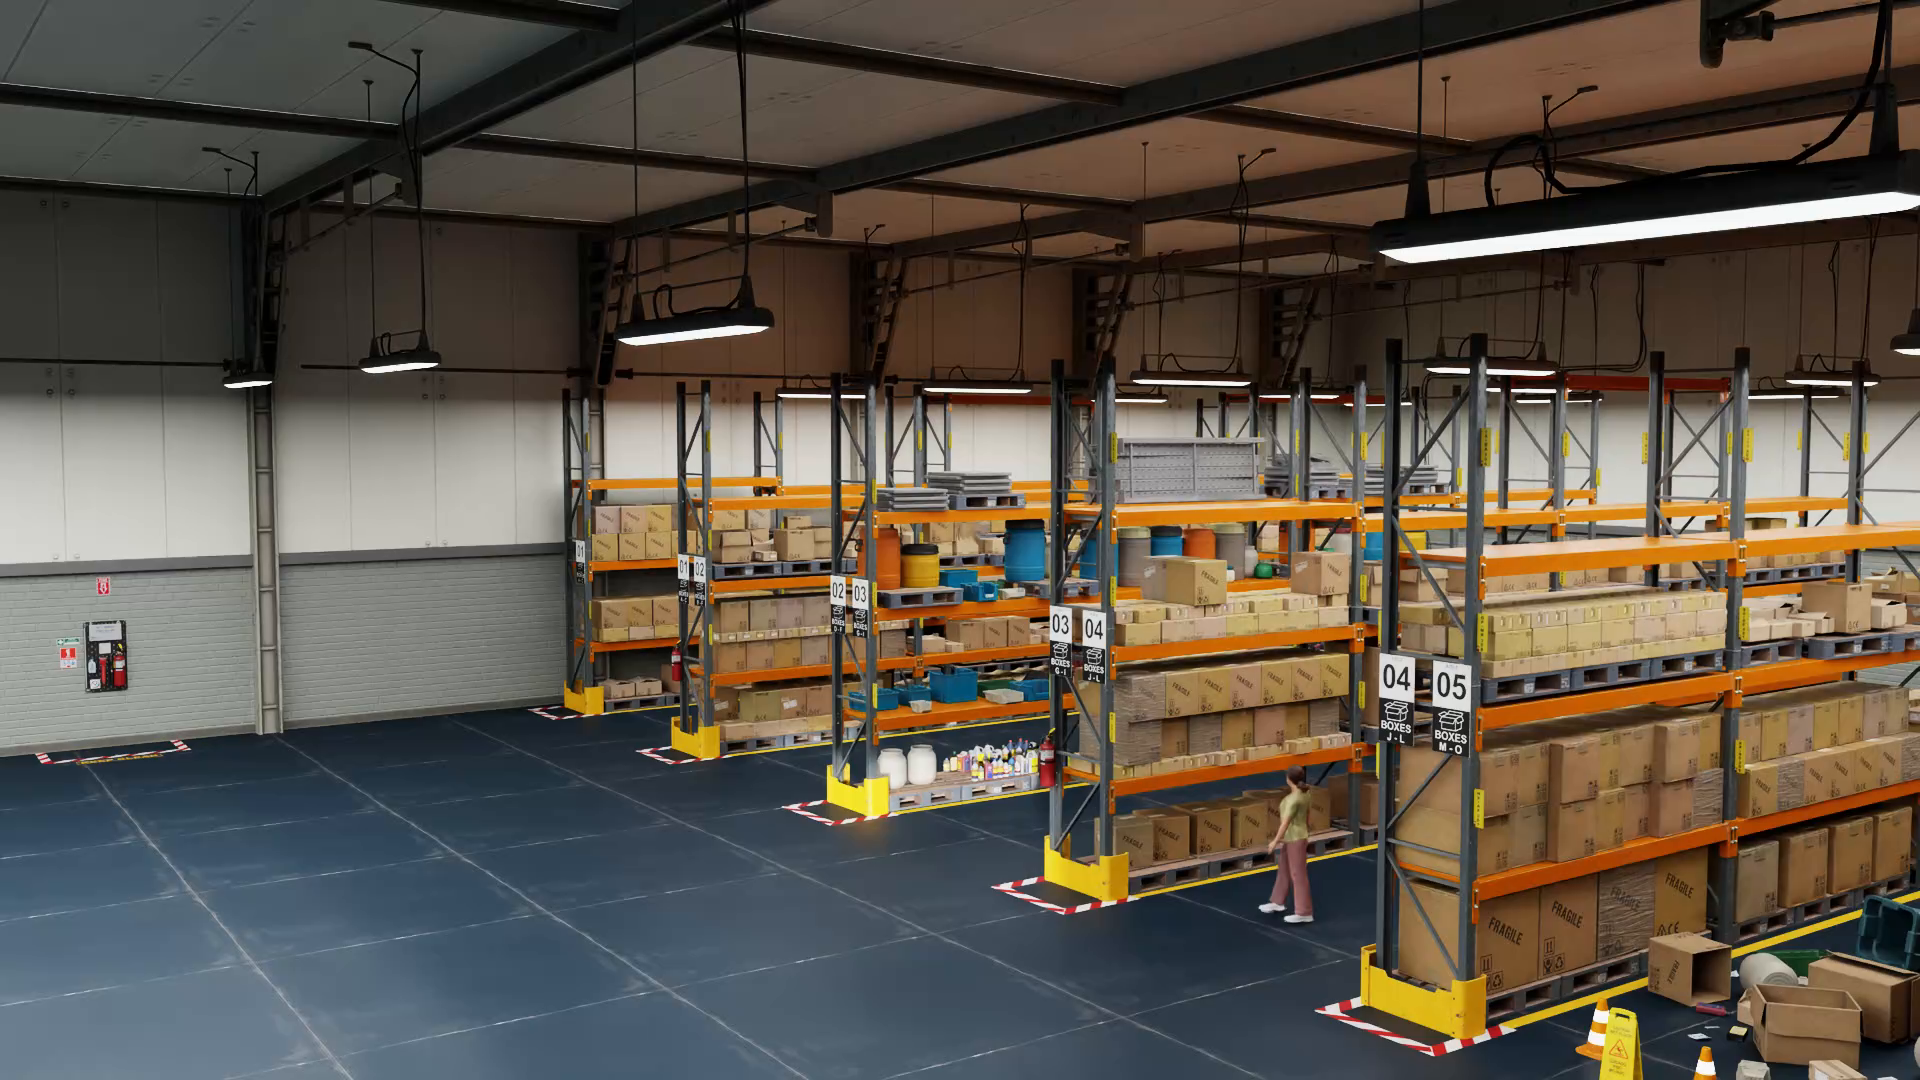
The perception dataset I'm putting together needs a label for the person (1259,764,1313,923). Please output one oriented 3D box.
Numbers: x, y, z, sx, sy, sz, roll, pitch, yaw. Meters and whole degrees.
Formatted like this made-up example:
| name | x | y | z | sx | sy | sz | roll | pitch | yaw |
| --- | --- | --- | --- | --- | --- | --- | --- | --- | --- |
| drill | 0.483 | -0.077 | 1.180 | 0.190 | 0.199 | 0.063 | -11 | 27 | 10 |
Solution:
| name | x | y | z | sx | sy | sz | roll | pitch | yaw |
| --- | --- | --- | --- | --- | --- | --- | --- | --- | --- |
| person | 3.471 | 3.202 | 17.691 | 0.589 | 1.669 | 0.559 | 1 | 4 | 13 |
